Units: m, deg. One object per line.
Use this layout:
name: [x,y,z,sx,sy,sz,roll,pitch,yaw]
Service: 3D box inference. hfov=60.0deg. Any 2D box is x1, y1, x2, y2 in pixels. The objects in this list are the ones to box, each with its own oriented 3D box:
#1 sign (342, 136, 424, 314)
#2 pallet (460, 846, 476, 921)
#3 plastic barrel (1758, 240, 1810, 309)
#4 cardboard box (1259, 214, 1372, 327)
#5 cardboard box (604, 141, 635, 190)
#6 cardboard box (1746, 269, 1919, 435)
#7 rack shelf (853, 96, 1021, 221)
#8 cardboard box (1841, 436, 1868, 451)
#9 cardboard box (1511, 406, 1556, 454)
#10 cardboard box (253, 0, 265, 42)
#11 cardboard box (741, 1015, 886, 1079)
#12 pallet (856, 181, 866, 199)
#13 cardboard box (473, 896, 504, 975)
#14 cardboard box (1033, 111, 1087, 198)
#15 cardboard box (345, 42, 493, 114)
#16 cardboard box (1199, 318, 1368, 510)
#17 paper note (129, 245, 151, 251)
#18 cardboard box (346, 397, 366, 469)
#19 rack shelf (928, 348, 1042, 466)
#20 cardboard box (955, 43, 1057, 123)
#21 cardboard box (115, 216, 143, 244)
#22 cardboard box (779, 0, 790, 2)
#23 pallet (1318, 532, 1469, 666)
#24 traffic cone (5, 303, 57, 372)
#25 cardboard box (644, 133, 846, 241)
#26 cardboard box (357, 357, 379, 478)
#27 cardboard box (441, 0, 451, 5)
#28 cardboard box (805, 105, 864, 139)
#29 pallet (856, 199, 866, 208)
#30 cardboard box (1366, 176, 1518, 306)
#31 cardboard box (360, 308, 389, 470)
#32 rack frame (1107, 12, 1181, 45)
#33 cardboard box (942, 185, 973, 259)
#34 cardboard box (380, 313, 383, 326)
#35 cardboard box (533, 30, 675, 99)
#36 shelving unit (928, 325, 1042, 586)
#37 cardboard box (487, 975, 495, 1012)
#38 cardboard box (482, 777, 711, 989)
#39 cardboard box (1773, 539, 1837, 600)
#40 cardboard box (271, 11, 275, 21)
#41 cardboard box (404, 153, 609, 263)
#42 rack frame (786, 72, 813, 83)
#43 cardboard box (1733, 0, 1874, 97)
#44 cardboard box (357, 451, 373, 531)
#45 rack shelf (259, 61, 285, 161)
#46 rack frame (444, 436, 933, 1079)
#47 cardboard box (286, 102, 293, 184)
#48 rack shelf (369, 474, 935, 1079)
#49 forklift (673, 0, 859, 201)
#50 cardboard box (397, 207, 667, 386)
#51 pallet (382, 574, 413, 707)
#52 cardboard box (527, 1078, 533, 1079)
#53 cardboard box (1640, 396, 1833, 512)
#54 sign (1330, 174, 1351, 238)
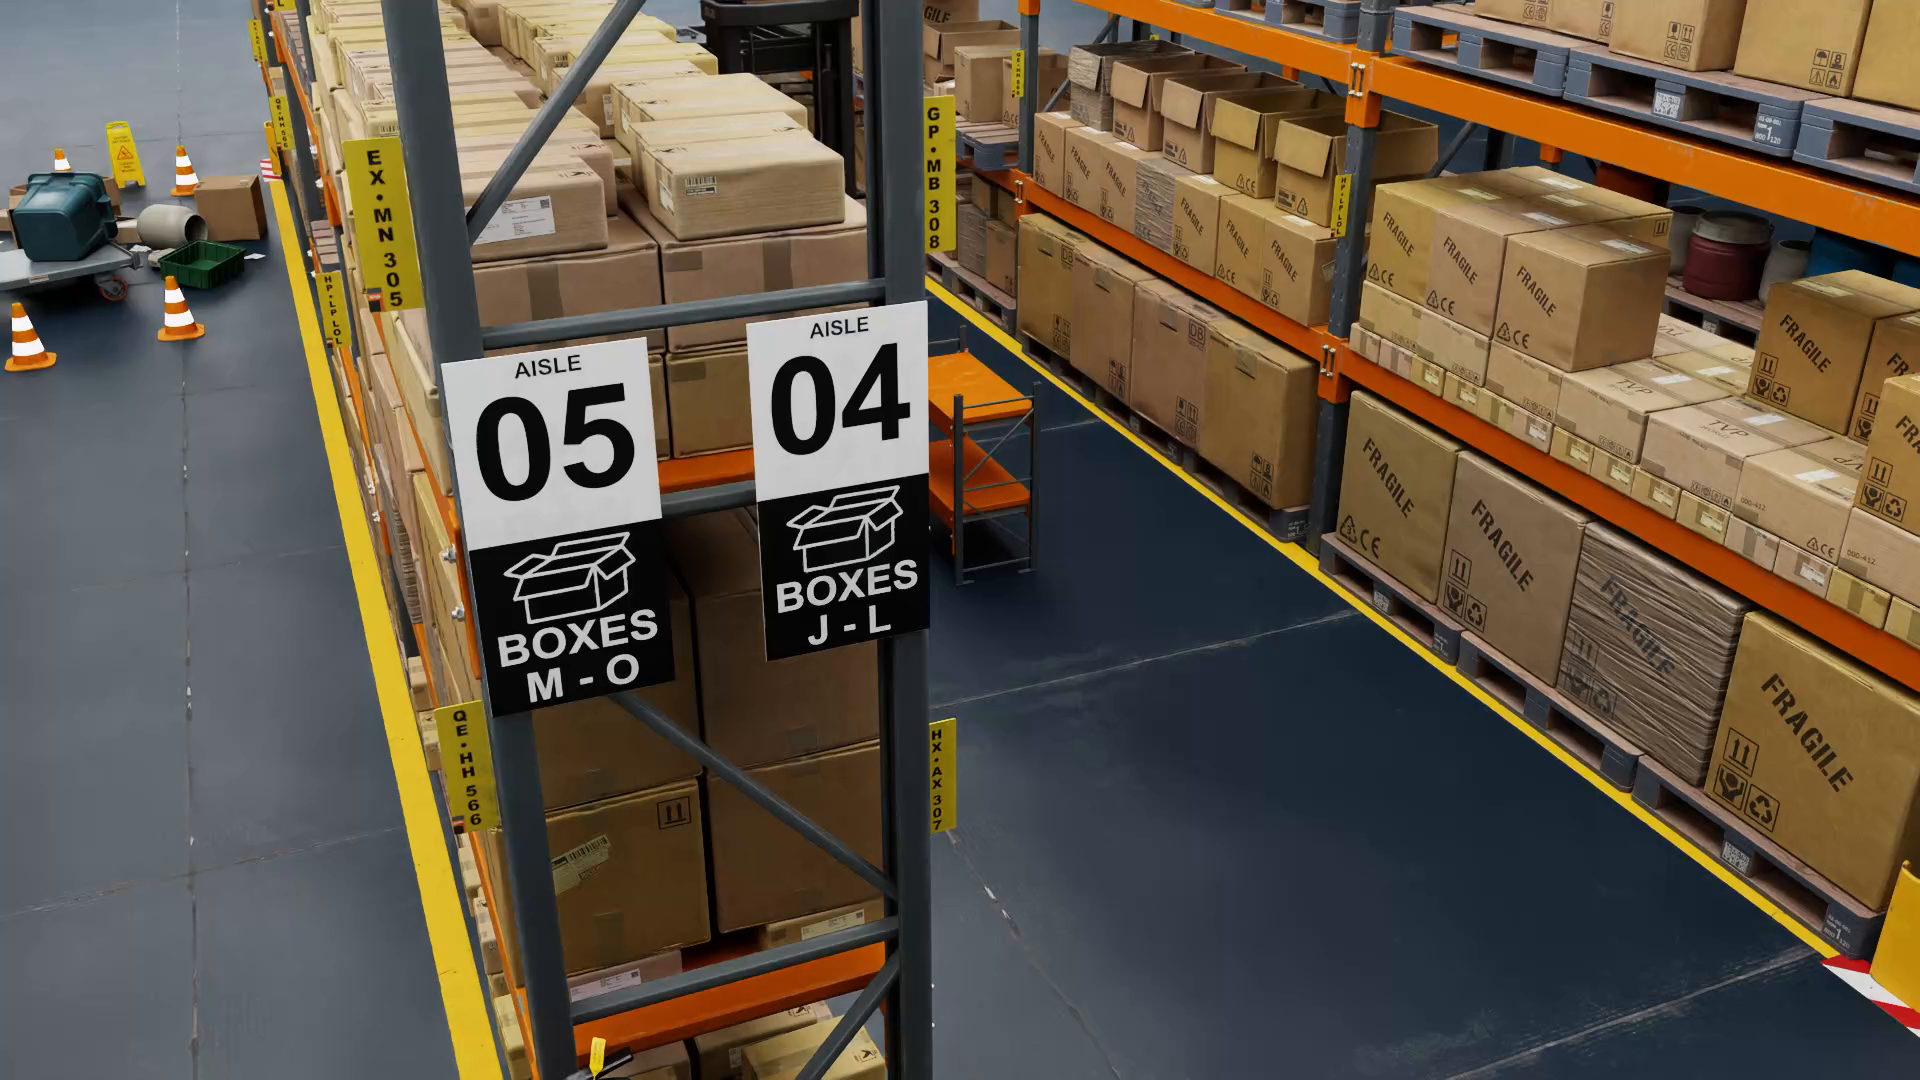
sign: [-1.074,-0.585,3.100,0.100,0.325,0.005,-11,28,-21]
pallet: [-1.345,1.471,6.498,1.003,0.211,1.213,-11,28,-21]
plastic barrel: [6.425,-2.026,12.837,0.421,0.512,0.421,0,26,0]
cardboard box: [2.047,-1.539,9.369,0.500,0.500,0.500,-10,28,-20]
cardboard box: [-0.693,-0.864,4.282,0.500,0.250,0.500,-11,28,-21]
cardboard box: [3.704,-0.791,6.928,0.500,0.500,0.500,-11,28,-22]
rack shelf: [0.132,-3.451,14.220,1.077,0.370,4.000,-11,28,-21]
cardboard box: [3.899,-0.253,6.680,0.500,0.250,0.500,-11,28,-21]
cardboard box: [2.799,-0.540,7.723,0.380,0.149,0.250,-10,28,-20]
cardboard box: [-5.690,-4.680,14.515,0.875,0.550,0.550,-11,28,-21]
cardboard box: [-0.448,1.629,5.087,0.380,0.149,0.250,-12,28,-23]
pallet: [-0.947,-3.594,16.870,1.003,0.211,1.213,-11,28,-21]
cardboard box: [-1.459,1.321,5.719,0.380,0.149,0.250,-10,28,-19]
cardboard box: [0.855,-2.769,11.889,0.500,0.500,0.500,-10,28,-19]
cardboard box: [-1.538,-1.319,4.761,0.380,0.149,0.250,-11,28,-22]
cardboard box: [2.213,-0.841,9.997,1.225,0.875,0.875,-10,28,-20]
paper note: [-7.470,-2.667,15.186,0.172,0.023,0.155,-1,26,-3]
cardboard box: [-3.055,-0.621,9.119,0.500,0.250,0.500,-12,28,-23]
rack shelf: [0.003,-0.766,9.369,0.538,0.278,1.000,-11,28,-21]
cardboard box: [0.356,-3.620,13.153,0.700,0.500,0.500,-6,27,-13]
cardboard box: [-7.623,-2.919,15.426,0.396,0.266,0.258,-6,27,-12]
cardboard box: [-1.380,-5.554,17.254,0.875,0.500,0.500,-11,28,-21]
pallet: [2.707,0.221,9.056,1.003,0.211,1.213,-11,28,-21]
traffic cone: [-6.962,-1.534,12.364,0.336,0.463,0.334,-11,28,-21]
cardboard box: [-0.473,-0.780,3.657,0.380,0.149,0.250,-11,28,-21]
cardboard box: [-2.160,-0.476,6.853,0.500,0.500,0.500,-11,28,-22]
cardboard box: [-2.004,-1.859,5.866,0.380,0.149,0.250,-11,28,-21]
cardboard box: [-1.318,-4.283,17.473,0.500,0.500,0.500,-13,29,-25]
pallet: [-0.345,-3.015,15.684,1.003,0.211,1.213,-11,28,-21]
cardboard box: [2.434,-1.518,8.418,0.500,0.500,0.500,-11,28,-21]
cardboard box: [-1.783,-0.529,5.823,0.500,0.500,0.500,-10,28,-20]
rack frame: [2.340,-7.048,20.766,1.000,3.000,0.127,-11,28,-21]
cardboard box: [0.177,-2.758,14.327,0.700,0.500,0.500,-8,27,-16]
cardboard box: [-1.365,-0.752,4.623,0.500,0.250,0.500,-9,28,-18]
cardboard box: [-1.054,-1.412,4.952,0.380,0.149,0.250,-10,28,-19]
shelving unit: [0.003,-0.503,9.498,0.538,1.125,1.048,-11,28,-21]
cardboard box: [-1.438,1.592,5.841,0.380,0.149,0.250,-12,28,-23]
cardboard box: [-0.968,0.758,4.325,0.500,0.500,0.500,-10,28,-20]
cardboard box: [3.405,0.082,6.450,0.380,0.149,0.250,-11,28,-20]
cardboard box: [-3.709,-3.272,9.500,0.500,0.500,0.500,-11,28,-21]
cardboard box: [-0.956,-0.694,3.481,0.380,0.149,0.250,-11,28,-21]
rack frame: [-2.218,-6.197,19.023,1.000,3.000,0.127,-11,28,-21]
cardboard box: [3.439,-2.013,6.329,0.700,0.500,0.500,-13,29,-24]
cardboard box: [-3.041,-0.277,9.268,0.500,0.500,0.500,-11,28,-22]
rack shelf: [-6.038,-4.255,15.865,1.077,0.370,4.000,-11,28,-21]
rack frame: [-0.555,1.074,4.132,1.000,3.000,0.127,-11,28,-21]
cardboard box: [-4.706,-2.946,12.251,0.500,0.500,0.500,-10,28,-20]
rack shelf: [-1.339,0.590,5.943,1.077,0.370,4.000,-11,28,-21]
forklift: [-1.375,-2.381,11.286,1.130,2.935,3.031,-13,29,-25]
cardboard box: [-0.970,-0.573,3.688,0.500,0.250,0.500,-11,28,-22]
pallet: [-2.428,0.398,8.694,1.003,0.211,1.213,-11,28,-21]
cardboard box: [-1.230,1.659,5.365,0.380,0.149,0.250,-12,28,-23]
cardboard box: [3.216,-0.364,6.909,0.500,0.250,0.500,-12,28,-22]
sign: [1.986,-1.740,8.665,0.100,0.325,0.005,-11,28,-21]
